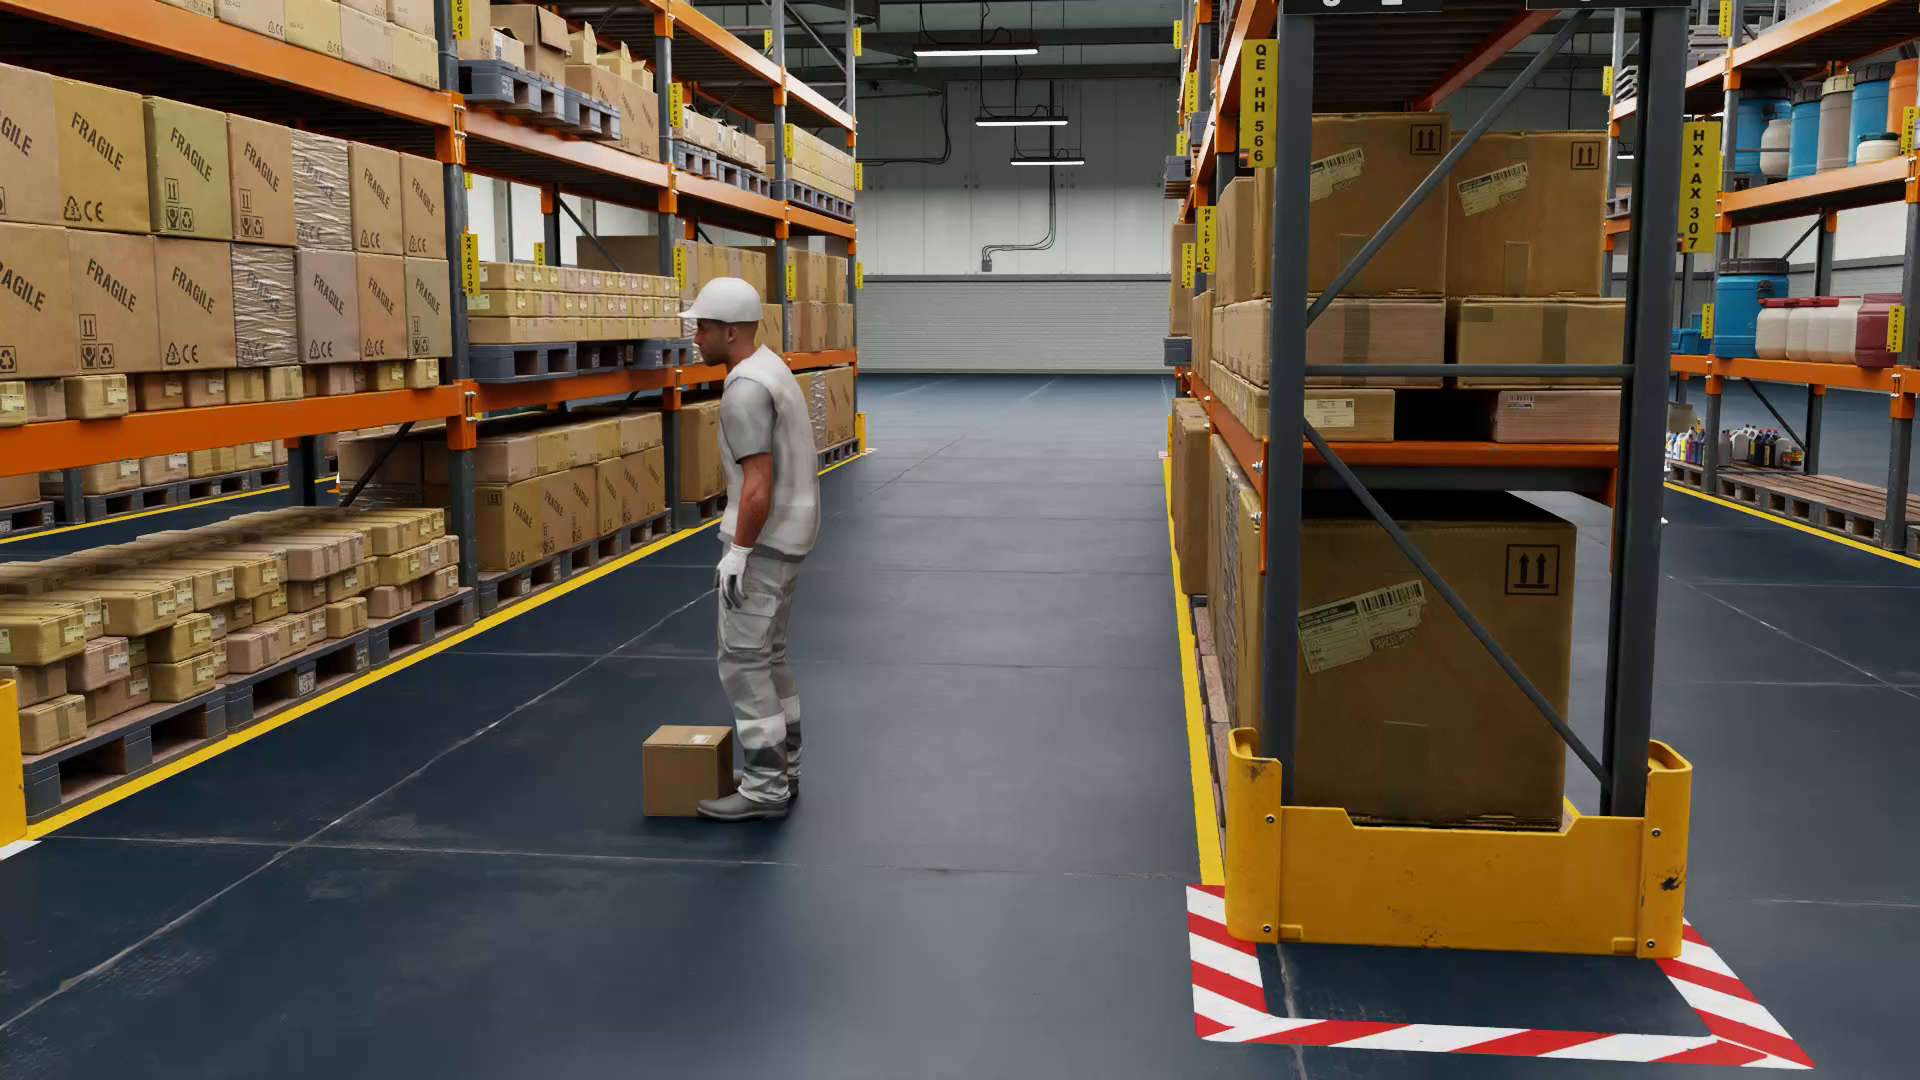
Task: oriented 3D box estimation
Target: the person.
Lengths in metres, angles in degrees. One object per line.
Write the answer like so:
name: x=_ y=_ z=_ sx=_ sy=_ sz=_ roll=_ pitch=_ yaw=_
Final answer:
person: x=-0.691 y=0.029 z=5.513 sx=0.452 sy=1.778 sz=0.613 roll=0 pitch=8 yaw=3
